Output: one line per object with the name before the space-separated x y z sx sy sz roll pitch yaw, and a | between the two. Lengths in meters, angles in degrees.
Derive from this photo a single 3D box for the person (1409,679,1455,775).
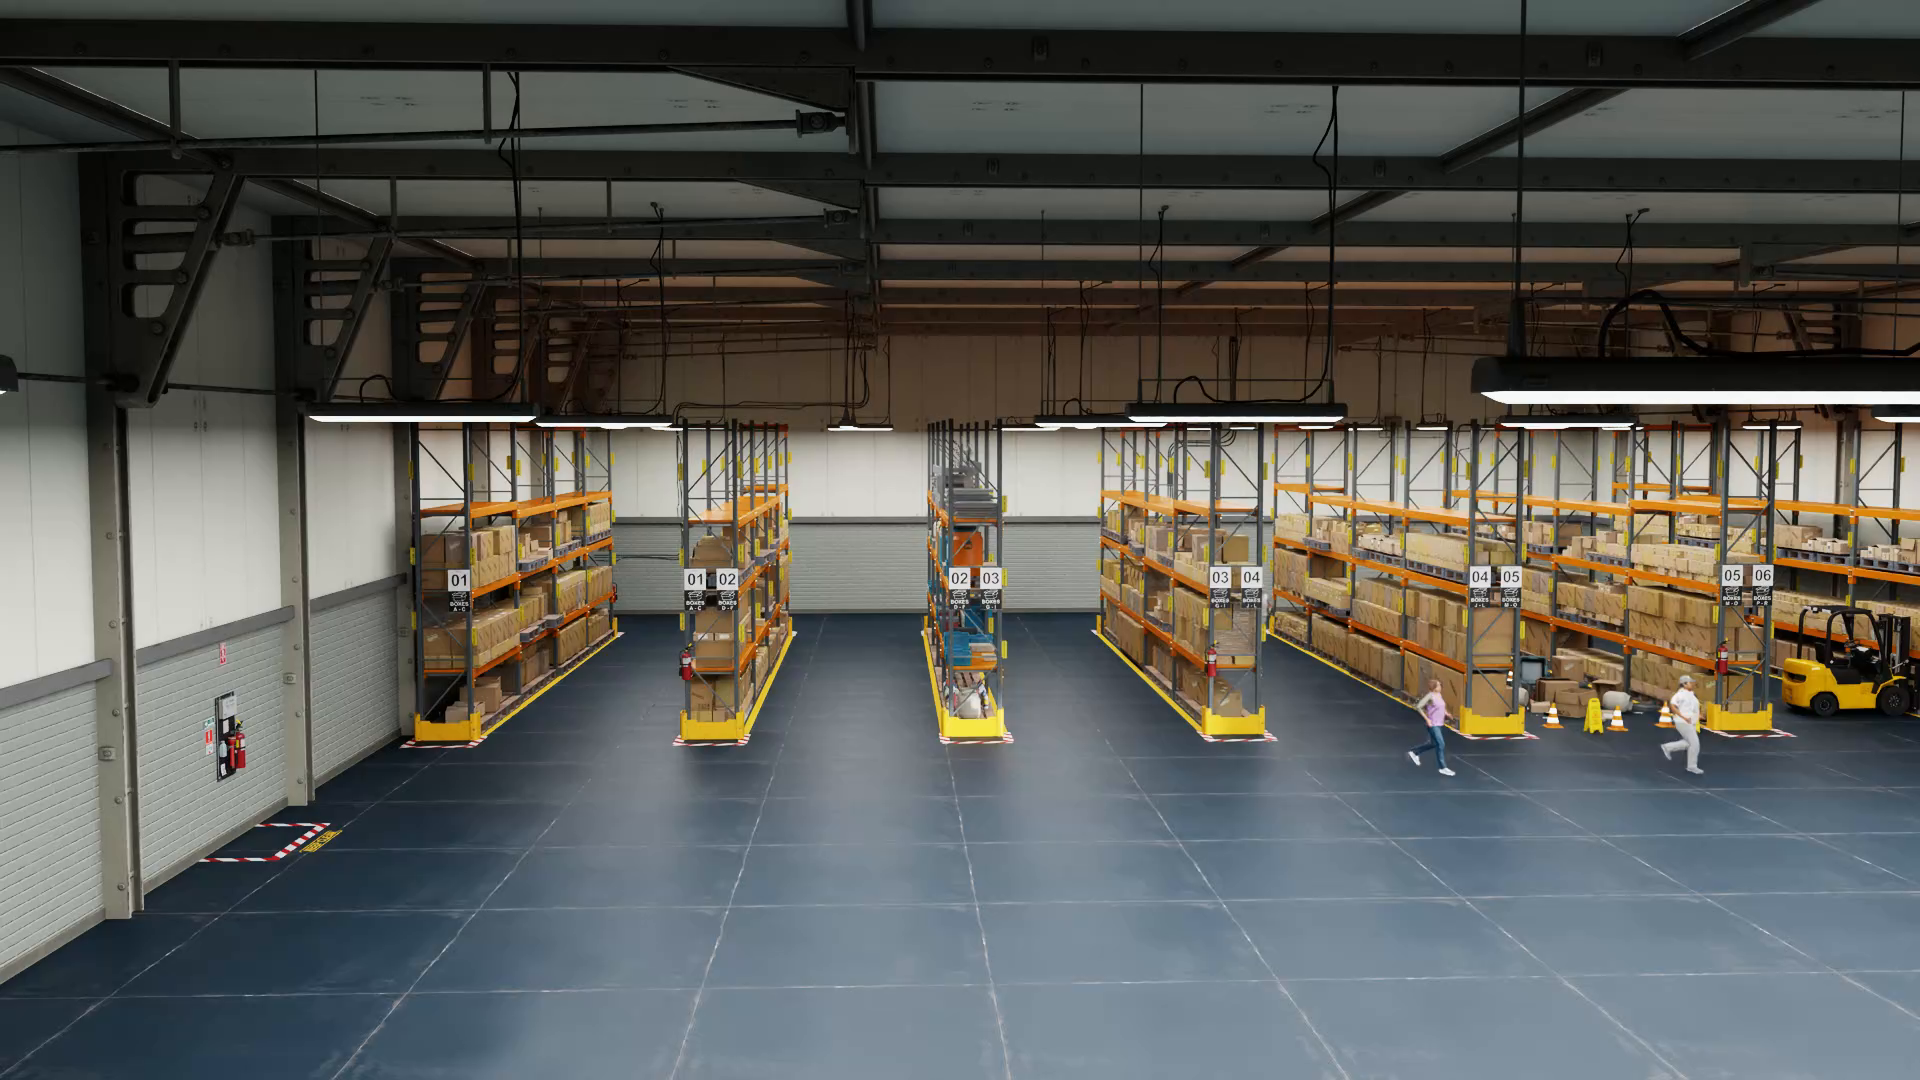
person | 7.950 3.125 28.024 0.855 1.586 0.559 3 5 42

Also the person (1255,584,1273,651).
person | 7.924 2.037 43.788 0.648 1.784 0.695 0 4 -4

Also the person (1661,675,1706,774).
person | 12.270 3.113 28.225 0.745 1.651 0.593 3 5 39
